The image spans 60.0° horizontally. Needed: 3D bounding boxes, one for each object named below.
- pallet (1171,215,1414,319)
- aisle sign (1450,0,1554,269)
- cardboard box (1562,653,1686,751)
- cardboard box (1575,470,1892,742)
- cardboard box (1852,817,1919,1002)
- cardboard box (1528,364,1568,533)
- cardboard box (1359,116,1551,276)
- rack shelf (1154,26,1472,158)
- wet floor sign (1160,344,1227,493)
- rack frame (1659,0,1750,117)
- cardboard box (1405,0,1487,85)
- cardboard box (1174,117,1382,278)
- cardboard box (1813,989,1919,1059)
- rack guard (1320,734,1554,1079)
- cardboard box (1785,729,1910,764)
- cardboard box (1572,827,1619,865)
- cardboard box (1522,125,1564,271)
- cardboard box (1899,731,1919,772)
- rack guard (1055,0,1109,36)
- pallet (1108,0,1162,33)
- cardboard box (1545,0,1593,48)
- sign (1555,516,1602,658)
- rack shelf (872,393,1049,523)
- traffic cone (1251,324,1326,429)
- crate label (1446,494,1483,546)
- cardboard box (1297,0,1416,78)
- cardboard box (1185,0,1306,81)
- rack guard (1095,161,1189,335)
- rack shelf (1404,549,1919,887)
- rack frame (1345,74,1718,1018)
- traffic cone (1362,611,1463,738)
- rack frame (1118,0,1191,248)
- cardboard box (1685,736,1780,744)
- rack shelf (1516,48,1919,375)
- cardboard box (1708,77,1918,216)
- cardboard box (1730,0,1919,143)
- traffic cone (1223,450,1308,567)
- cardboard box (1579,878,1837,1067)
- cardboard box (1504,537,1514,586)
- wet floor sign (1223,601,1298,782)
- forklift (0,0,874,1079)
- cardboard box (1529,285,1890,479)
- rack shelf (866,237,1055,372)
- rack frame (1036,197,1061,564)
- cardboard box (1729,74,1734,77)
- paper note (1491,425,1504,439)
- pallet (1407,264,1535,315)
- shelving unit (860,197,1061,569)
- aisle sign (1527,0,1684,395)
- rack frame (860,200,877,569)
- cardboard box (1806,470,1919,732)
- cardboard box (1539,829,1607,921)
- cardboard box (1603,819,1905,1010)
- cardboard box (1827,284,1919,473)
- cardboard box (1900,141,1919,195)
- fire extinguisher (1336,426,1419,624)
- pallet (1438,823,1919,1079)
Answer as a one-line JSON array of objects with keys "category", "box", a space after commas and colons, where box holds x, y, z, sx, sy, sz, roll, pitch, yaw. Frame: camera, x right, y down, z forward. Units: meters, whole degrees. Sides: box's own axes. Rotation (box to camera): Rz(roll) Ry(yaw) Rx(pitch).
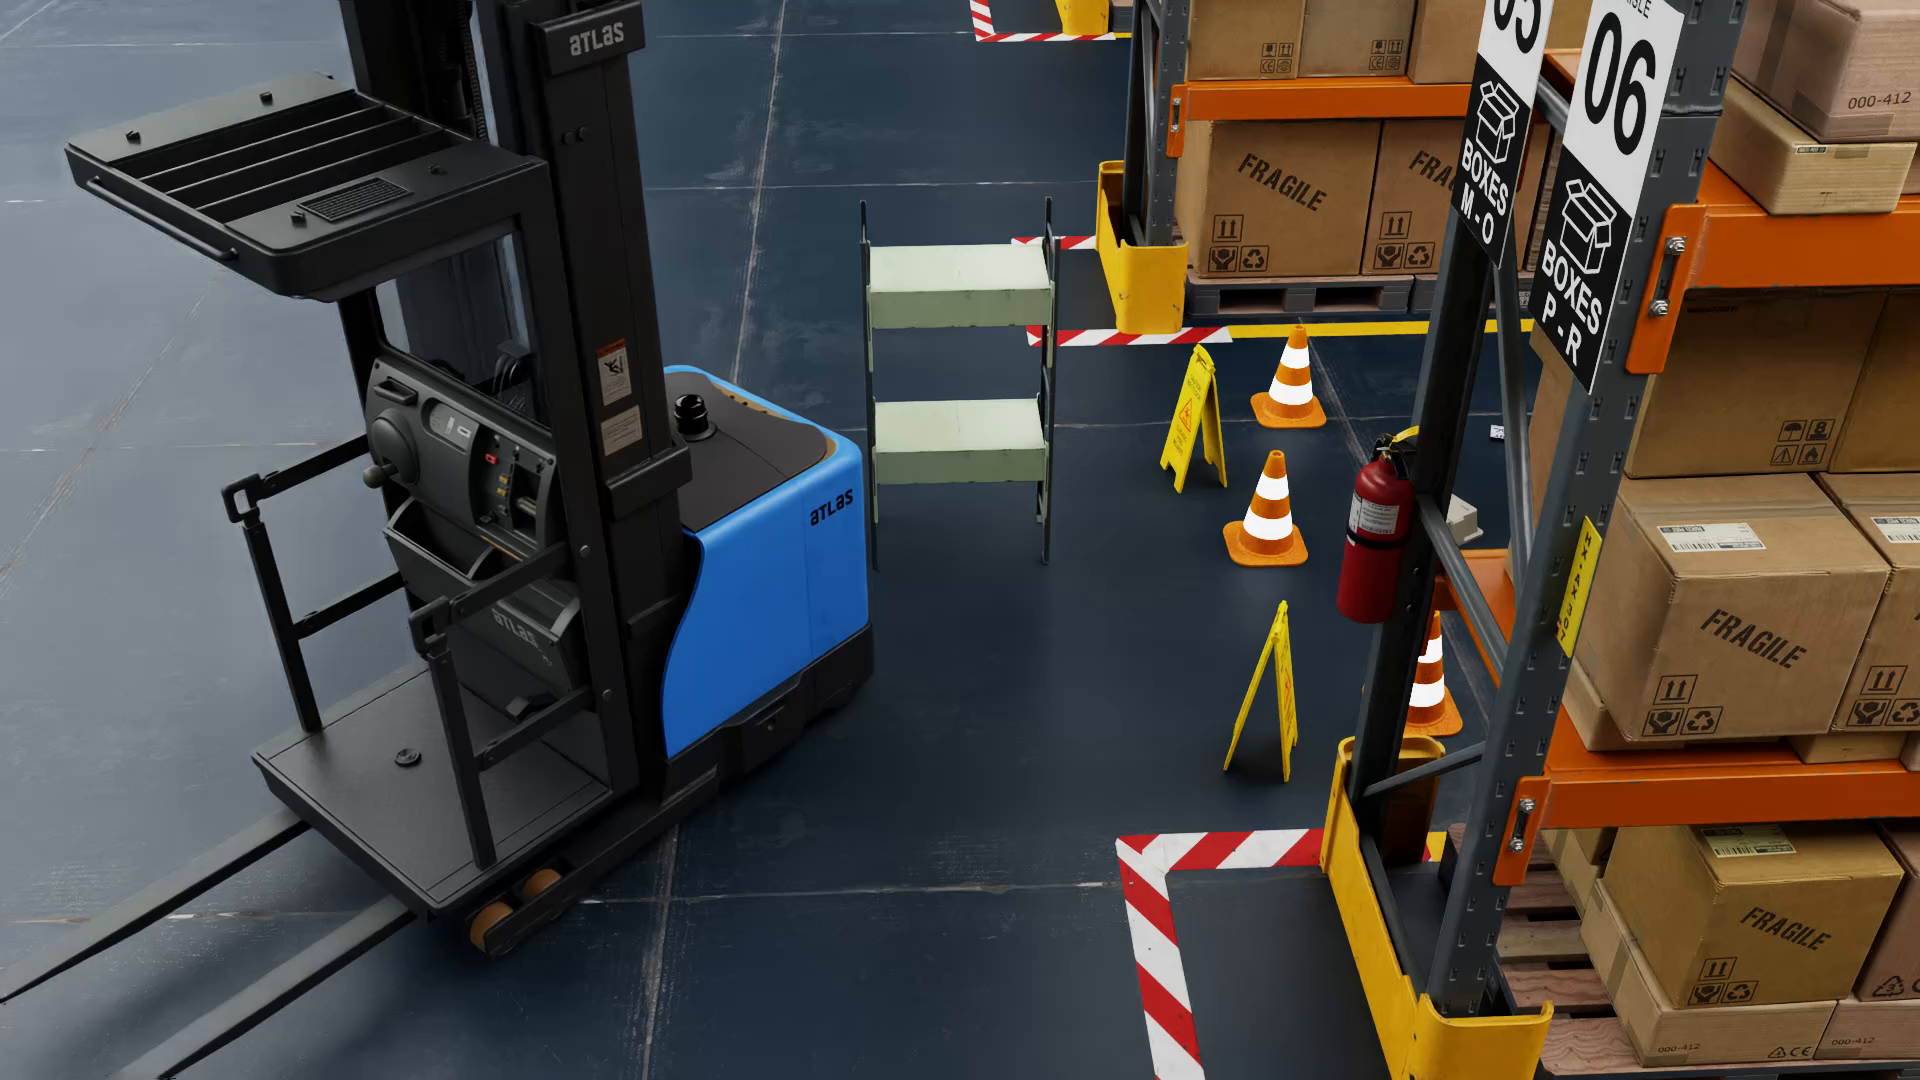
[{"category": "pallet", "box": [1.807, -1.577, 9.344, 1.213, 0.211, 1.003, -2, 35, -2]}, {"category": "aisle sign", "box": [1.272, -1.079, 3.889, 0.004, 0.787, 0.394, -2, 35, -2]}, {"category": "cardboard box", "box": [1.697, 0.365, 4.307, 0.250, 0.149, 0.380, -1, 35, -2]}, {"category": "cardboard box", "box": [1.834, 0.135, 4.070, 0.500, 0.500, 0.500, -2, 35, -3]}, {"category": "cardboard box", "box": [2.712, 0.921, 4.672, 0.500, 0.500, 0.500, -3, 35, -4]}, {"category": "cardboard box", "box": [1.877, -0.181, 4.527, 0.500, 0.500, 0.500, -2, 35, -3]}, {"category": "cardboard box", "box": [2.565, -2.038, 9.056, 0.875, 0.875, 0.875, -2, 35, -3]}, {"category": "rack shelf", "box": [3.010, -2.416, 8.737, 4.000, 0.370, 1.077, -2, 35, -2]}, {"category": "wet floor sign", "box": [1.077, -0.563, 7.497, 0.232, 0.644, 0.267, -7, 35, -10]}, {"category": "rack frame", "box": [1.348, -2.314, 2.686, 0.127, 3.000, 1.000, -2, 35, -2]}, {"category": "cardboard box", "box": [2.494, -2.726, 8.422, 0.550, 0.550, 0.875, -2, 35, -2]}, {"category": "cardboard box", "box": [1.687, -2.013, 9.020, 0.875, 0.875, 0.875, -1, 35, -2]}, {"category": "cardboard box", "box": [2.677, 1.237, 4.874, 0.500, 0.250, 0.500, 0, 35, -1]}, {"category": "rack guard", "box": [1.423, 1.179, 5.107, 0.348, 0.500, 1.175, -2, 35, -2]}, {"category": "cardboard box", "box": [2.217, 0.389, 4.273, 0.250, 0.149, 0.380, -3, 35, -4]}, {"category": "cardboard box", "box": [2.136, 0.633, 5.088, 0.500, 0.500, 0.500, -1, 35, -2]}, {"category": "cardboard box", "box": [3.476, -2.061, 9.090, 0.875, 0.875, 0.875, -1, 35, -2]}, {"category": "cardboard box", "box": [2.473, 0.408, 4.245, 0.250, 0.149, 0.380, -1, 35, -1]}, {"category": "rack guard", "box": [0.954, -4.454, 13.247, 0.348, 0.500, 1.175, -2, 35, -2]}, {"category": "pallet", "box": [1.768, -4.337, 13.332, 1.213, 0.211, 1.003, -2, 35, -2]}, {"category": "cardboard box", "box": [3.022, -2.764, 8.476, 0.500, 0.550, 0.875, -2, 35, -2]}, {"category": "sign", "box": [1.373, 0.106, 3.701, 0.005, 0.325, 0.100, -2, 35, -2]}, {"category": "rack shelf", "box": [-0.007, -0.348, 7.008, 0.720, 0.370, 0.431, -2, 35, -2]}, {"category": "traffic cone", "box": [1.610, -0.822, 8.031, 0.334, 0.463, 0.336, -2, 35, -2]}, {"category": "crate label", "box": [2.106, -0.093, 7.264, 0.298, 0.136, 0.250, -20, 39, -26]}, {"category": "cardboard box", "box": [1.929, -2.782, 8.503, 0.550, 0.550, 0.875, -2, 35, -2]}, {"category": "cardboard box", "box": [1.381, -2.755, 8.464, 0.550, 0.550, 0.875, -2, 35, -2]}, {"category": "rack guard", "box": [0.988, -1.629, 9.165, 0.348, 0.500, 1.175, -2, 35, -2]}, {"category": "rack shelf", "box": [3.345, 0.395, 4.675, 4.000, 0.370, 1.077, -2, 35, -2]}, {"category": "rack frame", "box": [1.348, 0.153, 4.393, 0.127, 3.000, 1.000, -2, 35, -2]}, {"category": "traffic cone", "box": [1.716, 0.452, 6.191, 0.334, 0.463, 0.336, -2, 35, -2]}, {"category": "rack frame", "box": [1.012, -2.658, 8.455, 0.127, 3.000, 1.000, -2, 35, -2]}, {"category": "cardboard box", "box": [1.948, 0.350, 4.329, 0.250, 0.149, 0.380, -1, 35, -2]}, {"category": "rack shelf", "box": [3.345, -0.838, 3.822, 4.000, 0.370, 1.077, -2, 35, -2]}, {"category": "cardboard box", "box": [1.694, -0.801, 3.357, 0.250, 0.149, 0.380, -2, 35, -2]}, {"category": "cardboard box", "box": [1.862, -1.003, 3.298, 0.500, 0.250, 0.500, -2, 35, -3]}, {"category": "traffic cone", "box": [1.324, -0.170, 7.089, 0.334, 0.463, 0.336, -2, 35, -2]}, {"category": "cardboard box", "box": [2.166, 1.247, 4.860, 0.500, 0.250, 0.500, -2, 35, -3]}, {"category": "cardboard box", "box": [1.711, 0.125, 4.654, 0.250, 0.149, 0.380, 0, 35, -1]}, {"category": "wet floor sign", "box": [1.107, 0.518, 5.934, 0.232, 0.644, 0.267, 10, 36, 14]}, {"category": "forklift", "box": [-1.672, -0.201, 4.965, 1.130, 2.935, 3.031, 26, 42, 32]}, {"category": "cardboard box", "box": [1.848, -0.559, 4.194, 0.500, 0.500, 0.700, -2, 35, -3]}, {"category": "rack shelf", "box": [-0.007, -0.937, 6.601, 0.720, 0.370, 0.431, -2, 35, -2]}, {"category": "rack frame", "box": [0.359, -0.626, 6.837, 0.023, 1.500, 0.400, -2, 35, -2]}, {"category": "cardboard box", "box": [1.691, -1.145, 3.854, 0.250, 0.149, 0.380, -1, 35, -2]}, {"category": "paper note", "box": [2.617, -0.512, 7.965, 0.142, 0.017, 0.144, 10, 36, 14]}, {"category": "pallet", "box": [3.023, -1.608, 9.389, 1.213, 0.211, 1.003, -2, 35, -2]}, {"category": "shelving unit", "box": [-0.007, -0.617, 6.823, 0.755, 1.500, 0.431, -2, 35, -2]}, {"category": "aisle sign", "box": [1.300, -0.738, 3.396, 0.004, 0.787, 0.394, -2, 35, -2]}, {"category": "rack frame", "box": [-0.372, -0.607, 6.809, 0.023, 1.500, 0.400, -2, 35, -2]}, {"category": "cardboard box", "box": [2.351, 0.119, 4.093, 0.500, 0.500, 0.500, -1, 35, -1]}, {"category": "cardboard box", "box": [2.166, 0.936, 5.309, 0.500, 0.250, 0.500, -2, 35, -2]}, {"category": "cardboard box", "box": [2.190, 0.937, 4.648, 0.500, 0.500, 0.500, -3, 35, -4]}, {"category": "cardboard box", "box": [2.353, -0.569, 4.208, 0.500, 0.500, 0.700, -1, 35, -2]}, {"category": "cardboard box", "box": [1.952, -0.859, 3.441, 0.250, 0.149, 0.380, -3, 35, -4]}, {"category": "fire extinguisher", "box": [1.211, -0.074, 4.789, 0.183, 0.674, 0.296, -2, 35, -2]}, {"category": "pallet", "box": [2.237, 1.296, 5.192, 1.213, 0.211, 1.003, -2, 35, -2]}]
